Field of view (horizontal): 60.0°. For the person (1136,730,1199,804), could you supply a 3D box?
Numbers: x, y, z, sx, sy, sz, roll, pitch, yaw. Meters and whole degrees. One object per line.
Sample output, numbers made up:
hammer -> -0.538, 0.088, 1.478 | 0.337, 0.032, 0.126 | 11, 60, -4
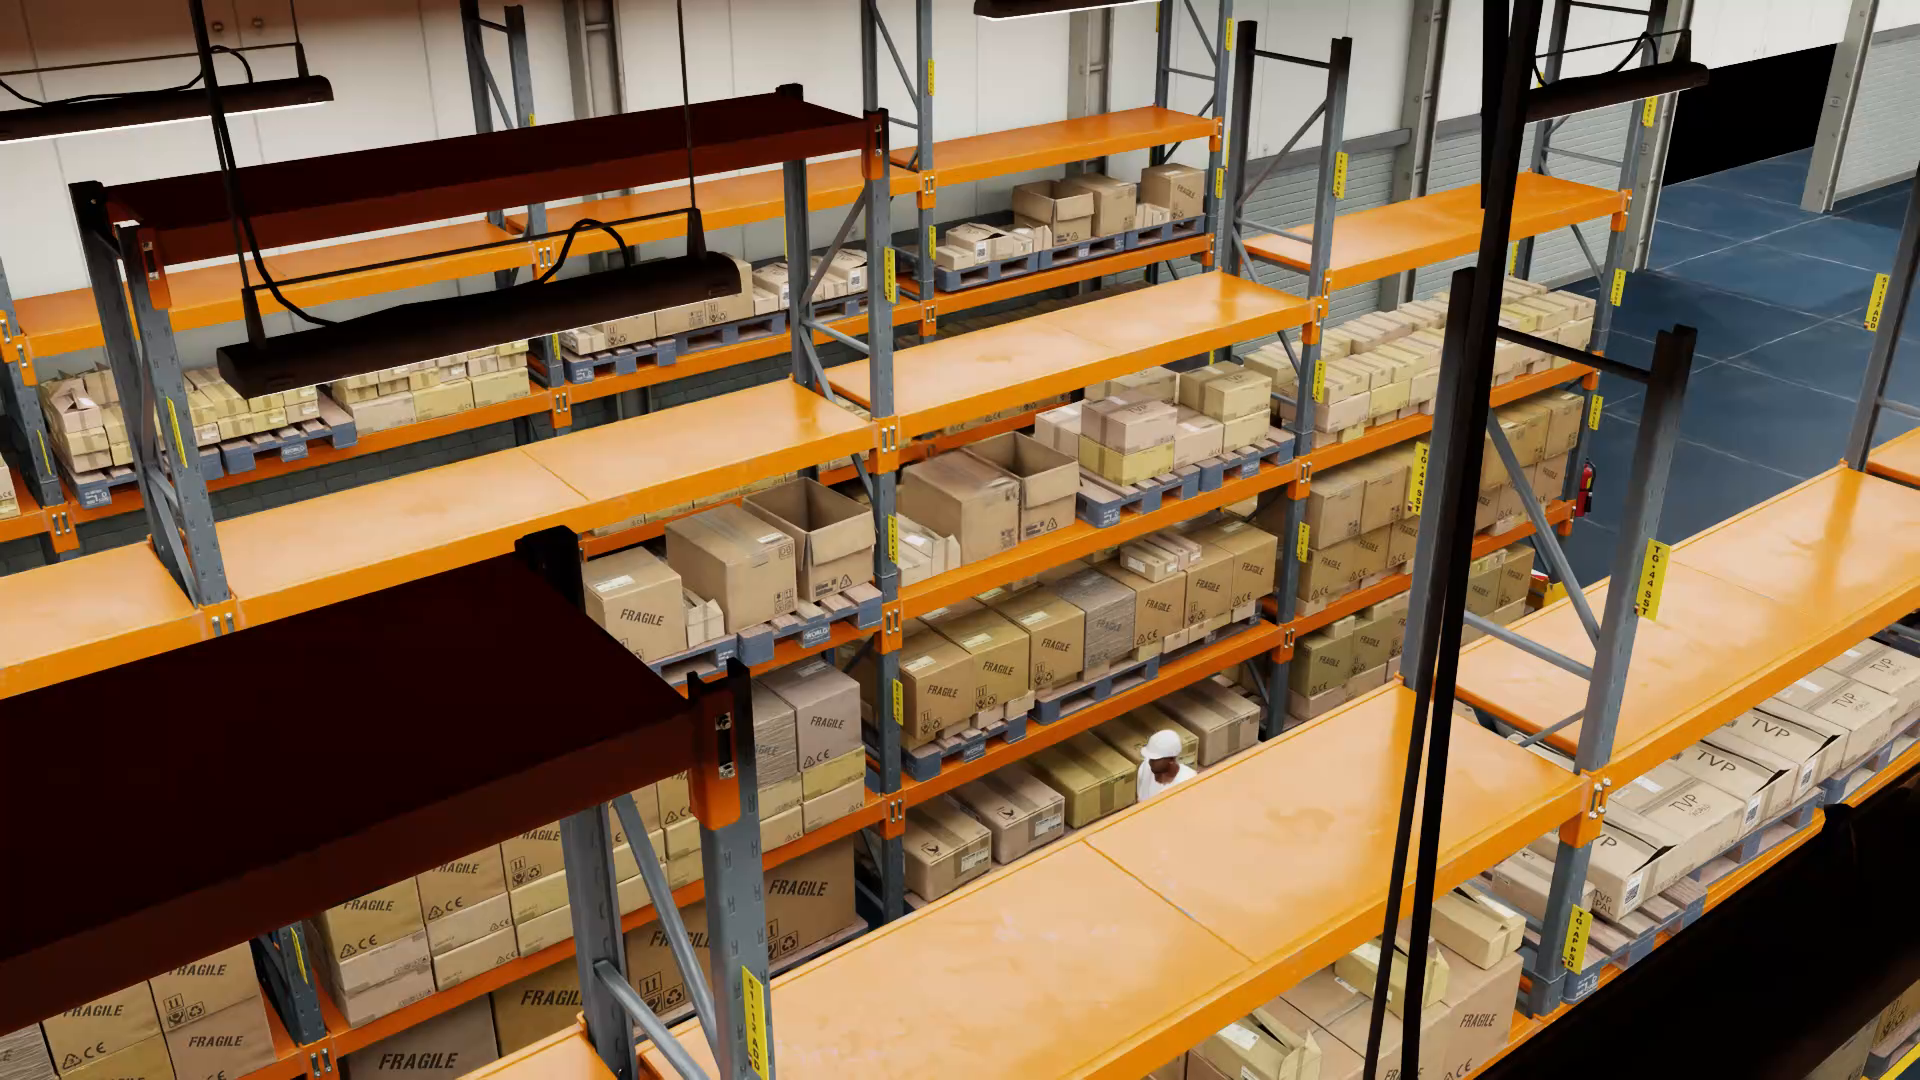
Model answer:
person -> 1.442, 2.082, 11.454 | 0.509, 1.769, 0.616 | -21, 33, -37
